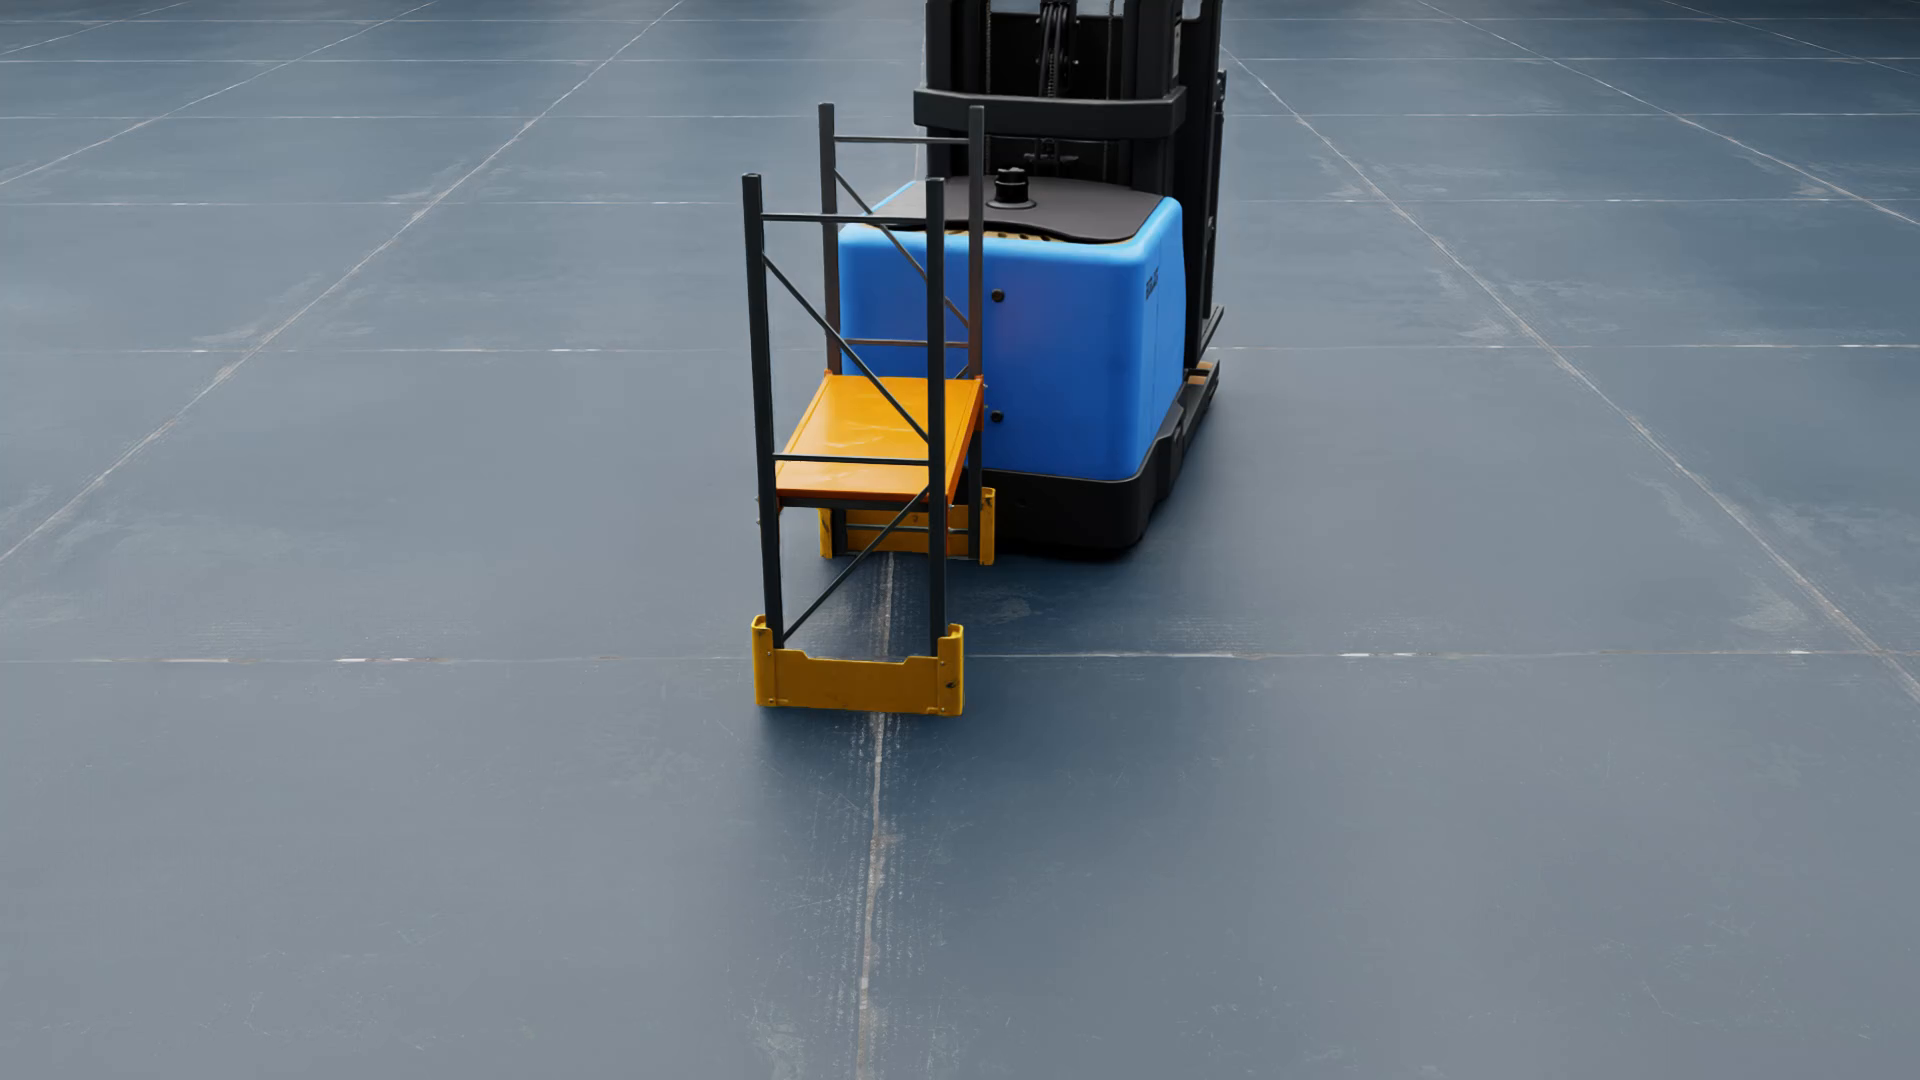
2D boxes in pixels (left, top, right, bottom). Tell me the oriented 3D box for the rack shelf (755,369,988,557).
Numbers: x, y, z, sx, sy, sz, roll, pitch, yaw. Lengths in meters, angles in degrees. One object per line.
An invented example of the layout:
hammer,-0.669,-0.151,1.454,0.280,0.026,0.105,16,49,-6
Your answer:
rack shelf,-0.233,-0.253,4.926,0.538,0.185,1.000,3,24,6

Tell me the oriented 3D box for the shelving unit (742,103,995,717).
shelving unit,-0.232,-0.421,4.860,0.587,1.500,1.083,3,24,6

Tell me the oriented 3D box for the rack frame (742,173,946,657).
rack frame,-0.288,-0.209,4.391,0.500,1.500,0.032,3,24,6

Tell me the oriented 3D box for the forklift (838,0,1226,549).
forklift,0.477,-1.888,6.368,1.130,2.935,3.031,7,25,14

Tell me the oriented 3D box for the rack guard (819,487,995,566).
rack guard,-0.178,-0.055,5.569,0.587,0.250,0.087,3,24,6

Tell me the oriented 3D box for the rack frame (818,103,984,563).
rack frame,-0.177,-0.625,5.312,0.500,1.500,0.032,3,24,6

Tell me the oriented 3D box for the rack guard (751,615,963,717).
rack guard,-0.286,0.353,4.667,0.587,0.250,0.087,3,24,6
